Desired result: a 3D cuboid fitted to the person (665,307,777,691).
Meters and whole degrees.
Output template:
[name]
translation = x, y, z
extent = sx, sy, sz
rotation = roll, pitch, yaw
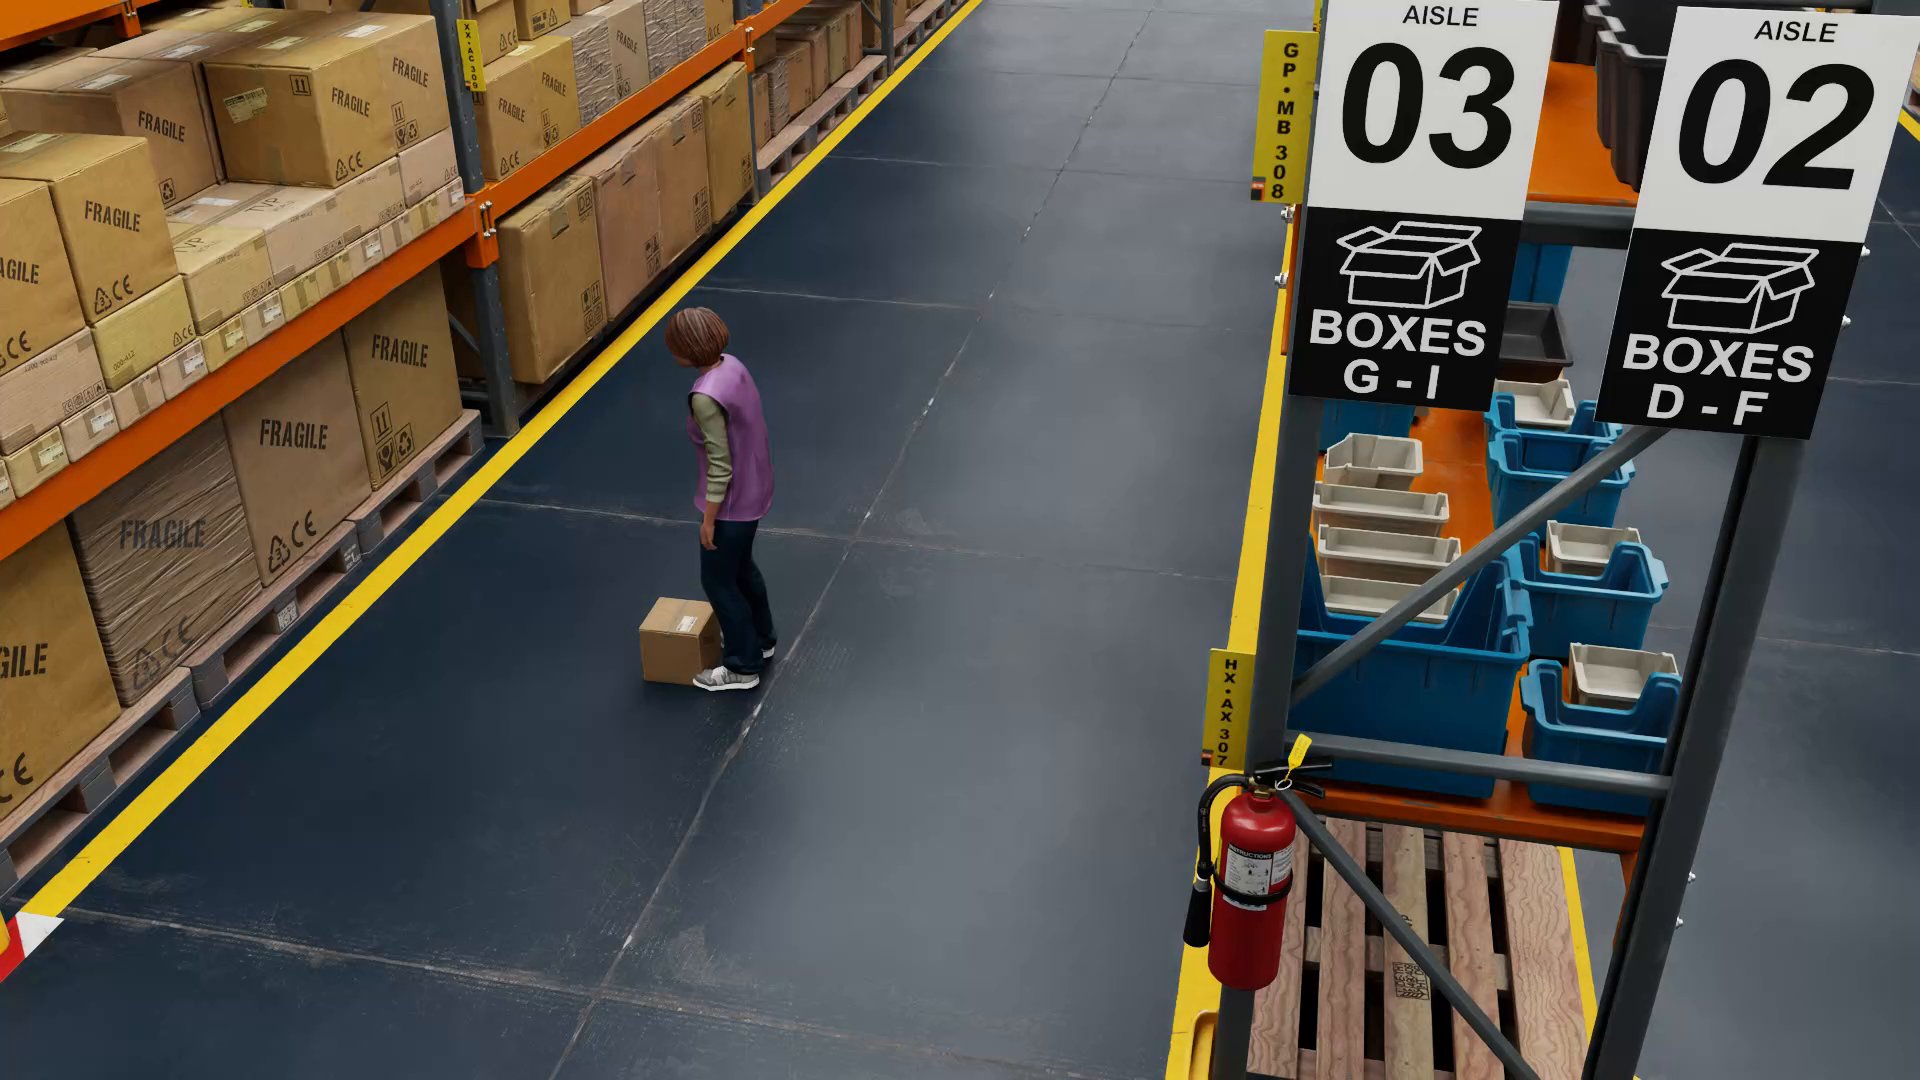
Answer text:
[person]
translation = -0.893, -0.149, 6.406
extent = 0.347, 1.591, 0.482
rotation = 4, 29, 7
